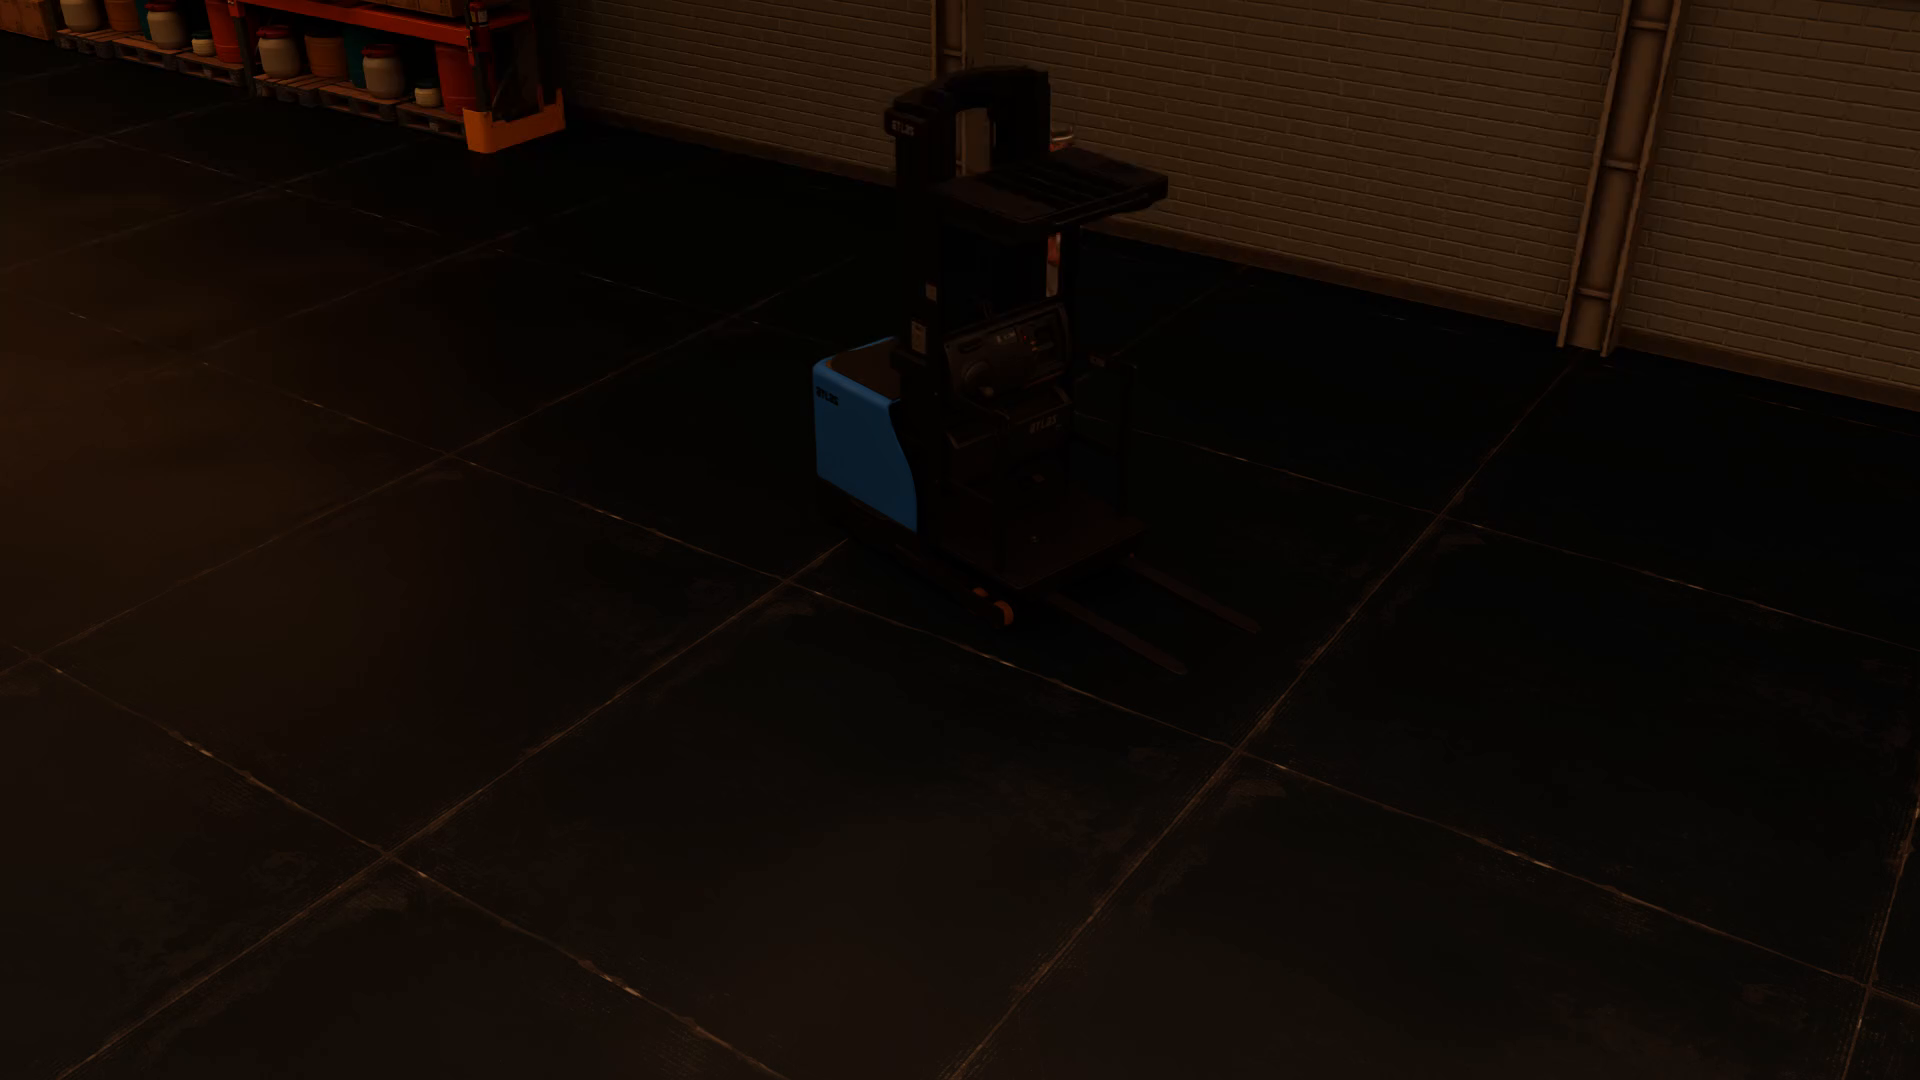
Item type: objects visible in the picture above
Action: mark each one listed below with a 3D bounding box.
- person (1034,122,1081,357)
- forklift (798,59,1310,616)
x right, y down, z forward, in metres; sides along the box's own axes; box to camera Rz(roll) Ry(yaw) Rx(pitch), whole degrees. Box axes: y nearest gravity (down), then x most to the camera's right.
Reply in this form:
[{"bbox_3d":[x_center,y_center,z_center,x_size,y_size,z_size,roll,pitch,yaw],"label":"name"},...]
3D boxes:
[{"bbox_3d":[0.750,-2.318,12.731,0.397,1.772,0.541,2,30,3],"label":"person"},{"bbox_3d":[0.569,-1.139,9.542,3.031,2.935,1.130,14,33,22],"label":"forklift"}]
